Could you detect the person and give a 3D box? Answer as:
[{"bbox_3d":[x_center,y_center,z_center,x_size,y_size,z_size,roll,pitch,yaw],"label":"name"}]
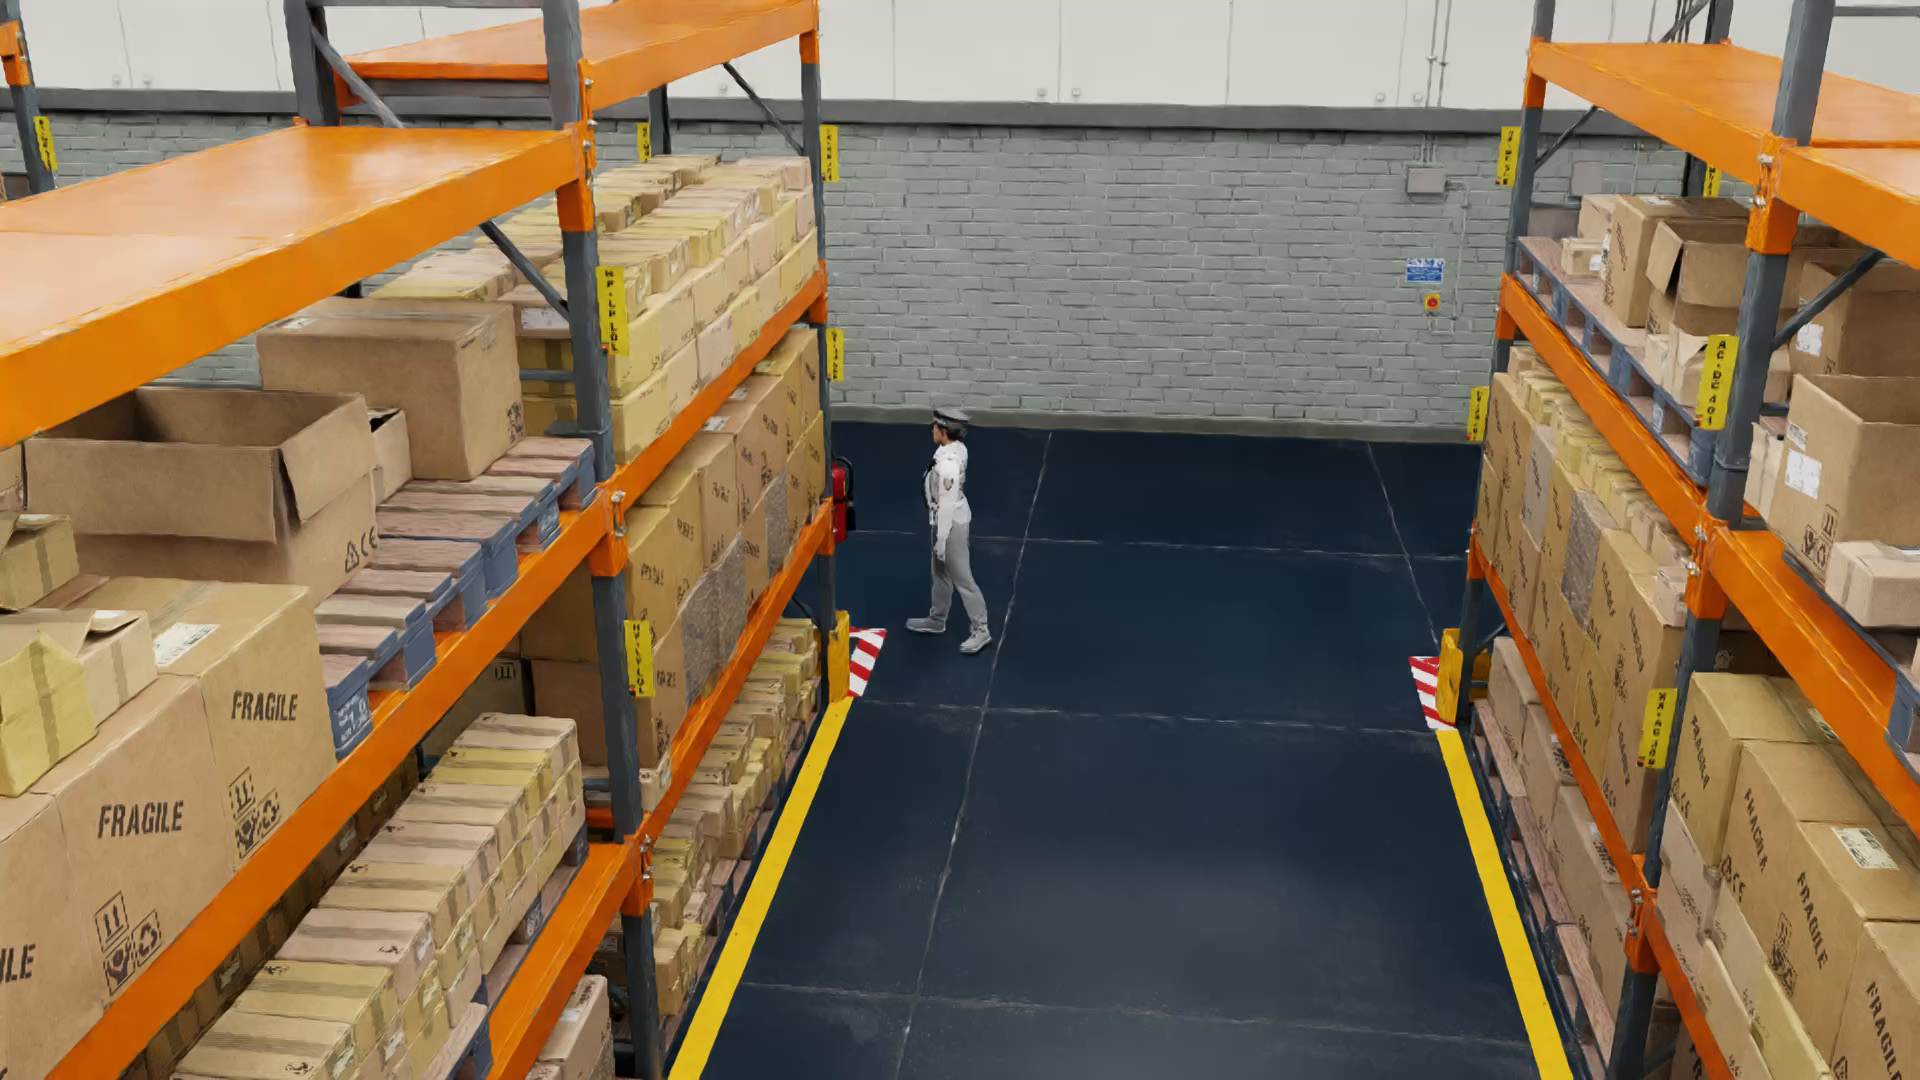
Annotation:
[{"bbox_3d":[-0.084,-0.115,11.332,0.608,1.664,0.676,1,21,1],"label":"person"}]
